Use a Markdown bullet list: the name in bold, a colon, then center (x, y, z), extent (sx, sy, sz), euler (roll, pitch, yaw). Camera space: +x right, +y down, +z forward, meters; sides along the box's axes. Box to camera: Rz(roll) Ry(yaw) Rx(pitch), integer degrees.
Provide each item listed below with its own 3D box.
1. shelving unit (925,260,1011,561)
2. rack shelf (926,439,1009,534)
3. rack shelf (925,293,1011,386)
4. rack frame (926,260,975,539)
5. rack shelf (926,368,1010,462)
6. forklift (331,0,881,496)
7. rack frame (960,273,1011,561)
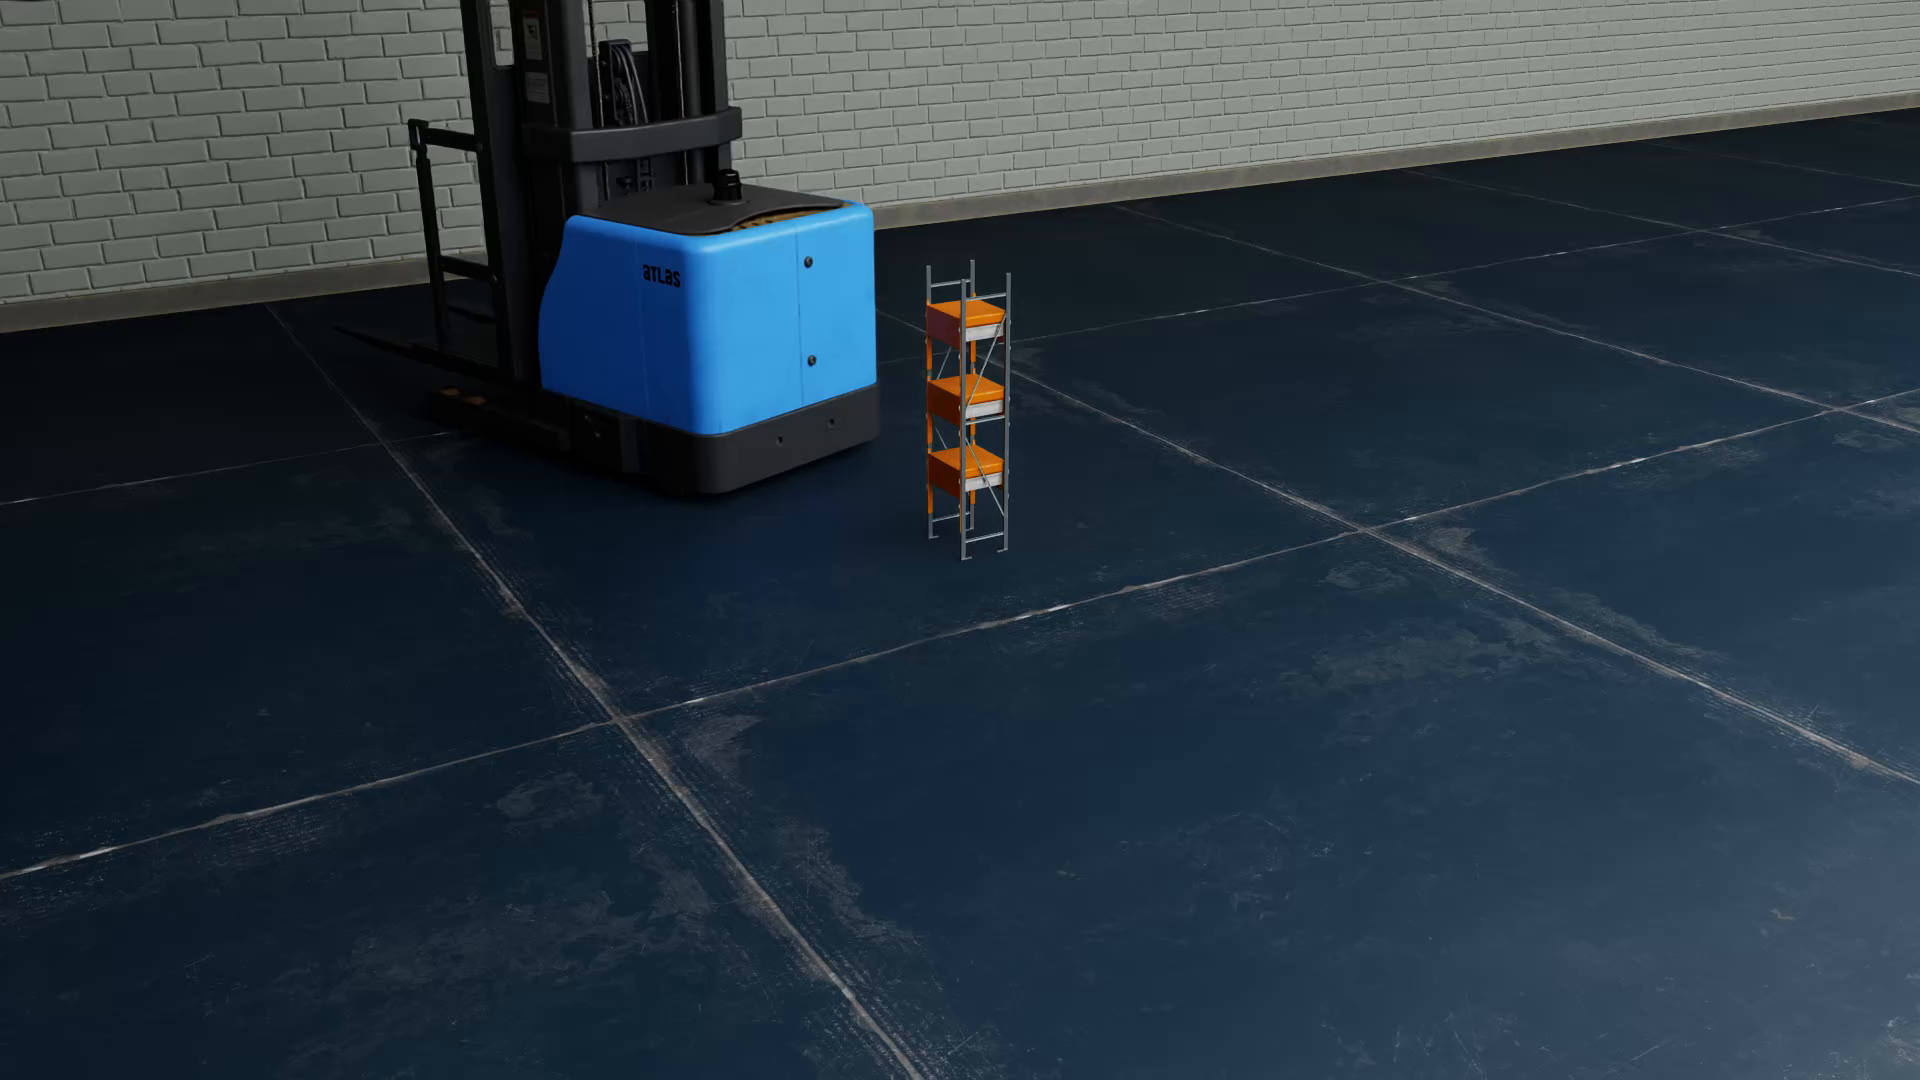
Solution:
- **shelving unit**: center (0.027, -0.469, 6.071), extent (0.215, 1.050, 0.252), euler (-13, 25, -28)
- **rack shelf**: center (0.027, -0.202, 6.180), extent (0.215, 0.259, 0.240), euler (-13, 25, -28)
- **rack shelf**: center (0.027, -0.722, 5.968), extent (0.215, 0.259, 0.240), euler (-13, 25, -28)
- **rack frame**: center (-0.035, -0.509, 6.168), extent (0.200, 1.050, 0.008), euler (-13, 25, -28)
- **rack shelf**: center (0.027, -0.459, 6.075), extent (0.215, 0.259, 0.240), euler (-13, 25, -28)
- **forklift**: center (-1.800, -1.973, 7.273), extent (3.031, 2.935, 1.130), euler (17, 28, 36)
- **rack frame**: center (0.090, -0.430, 5.974), extent (0.200, 1.050, 0.008), euler (-13, 25, -28)
